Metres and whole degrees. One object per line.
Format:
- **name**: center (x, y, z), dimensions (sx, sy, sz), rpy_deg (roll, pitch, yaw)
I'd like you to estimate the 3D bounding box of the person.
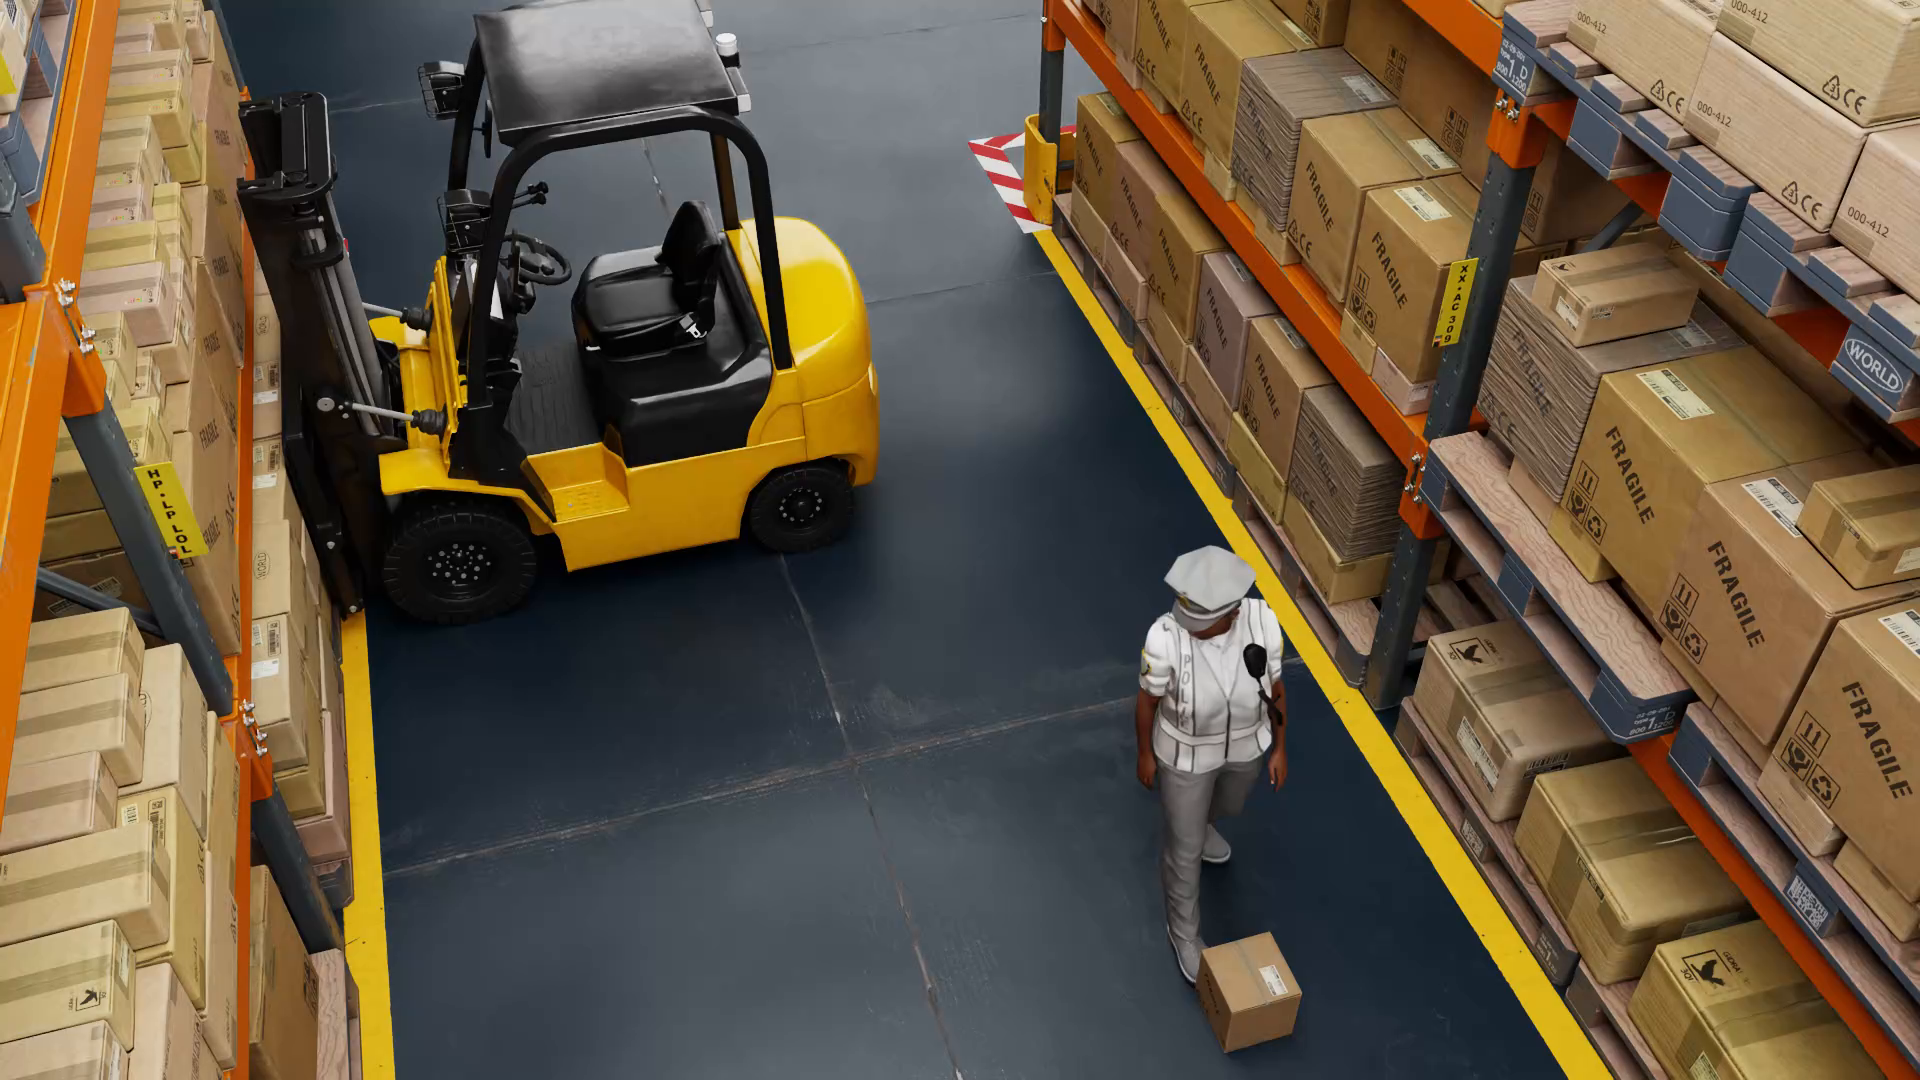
- **person**: center (0.816, 0.689, 5.390), dimensions (0.477, 1.644, 0.724), rpy_deg (-12, 44, -12)
